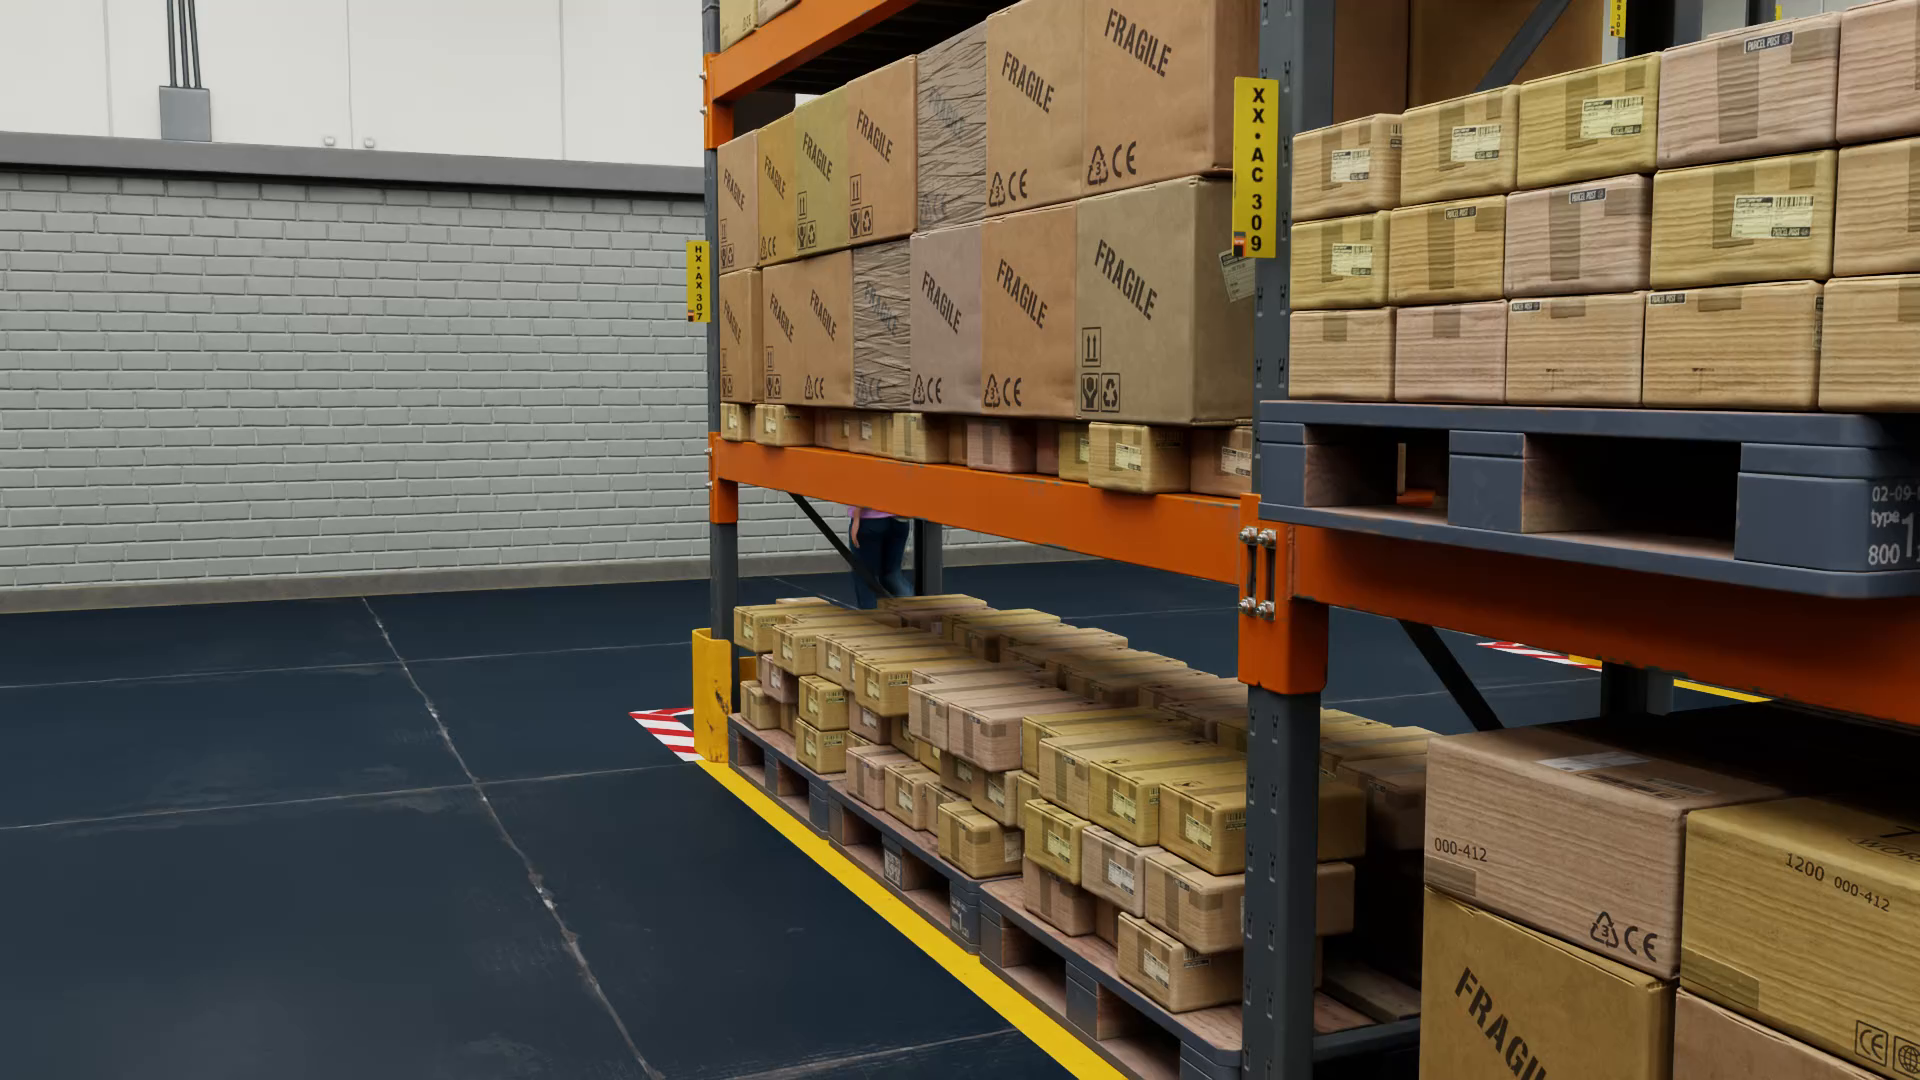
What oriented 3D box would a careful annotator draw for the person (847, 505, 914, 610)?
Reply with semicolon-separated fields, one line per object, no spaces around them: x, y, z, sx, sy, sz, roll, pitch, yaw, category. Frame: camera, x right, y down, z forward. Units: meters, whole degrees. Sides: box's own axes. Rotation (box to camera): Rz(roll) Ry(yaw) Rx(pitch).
-0.392;-0.093;8.600;0.427;1.589;0.589;-5;8;-42;person
